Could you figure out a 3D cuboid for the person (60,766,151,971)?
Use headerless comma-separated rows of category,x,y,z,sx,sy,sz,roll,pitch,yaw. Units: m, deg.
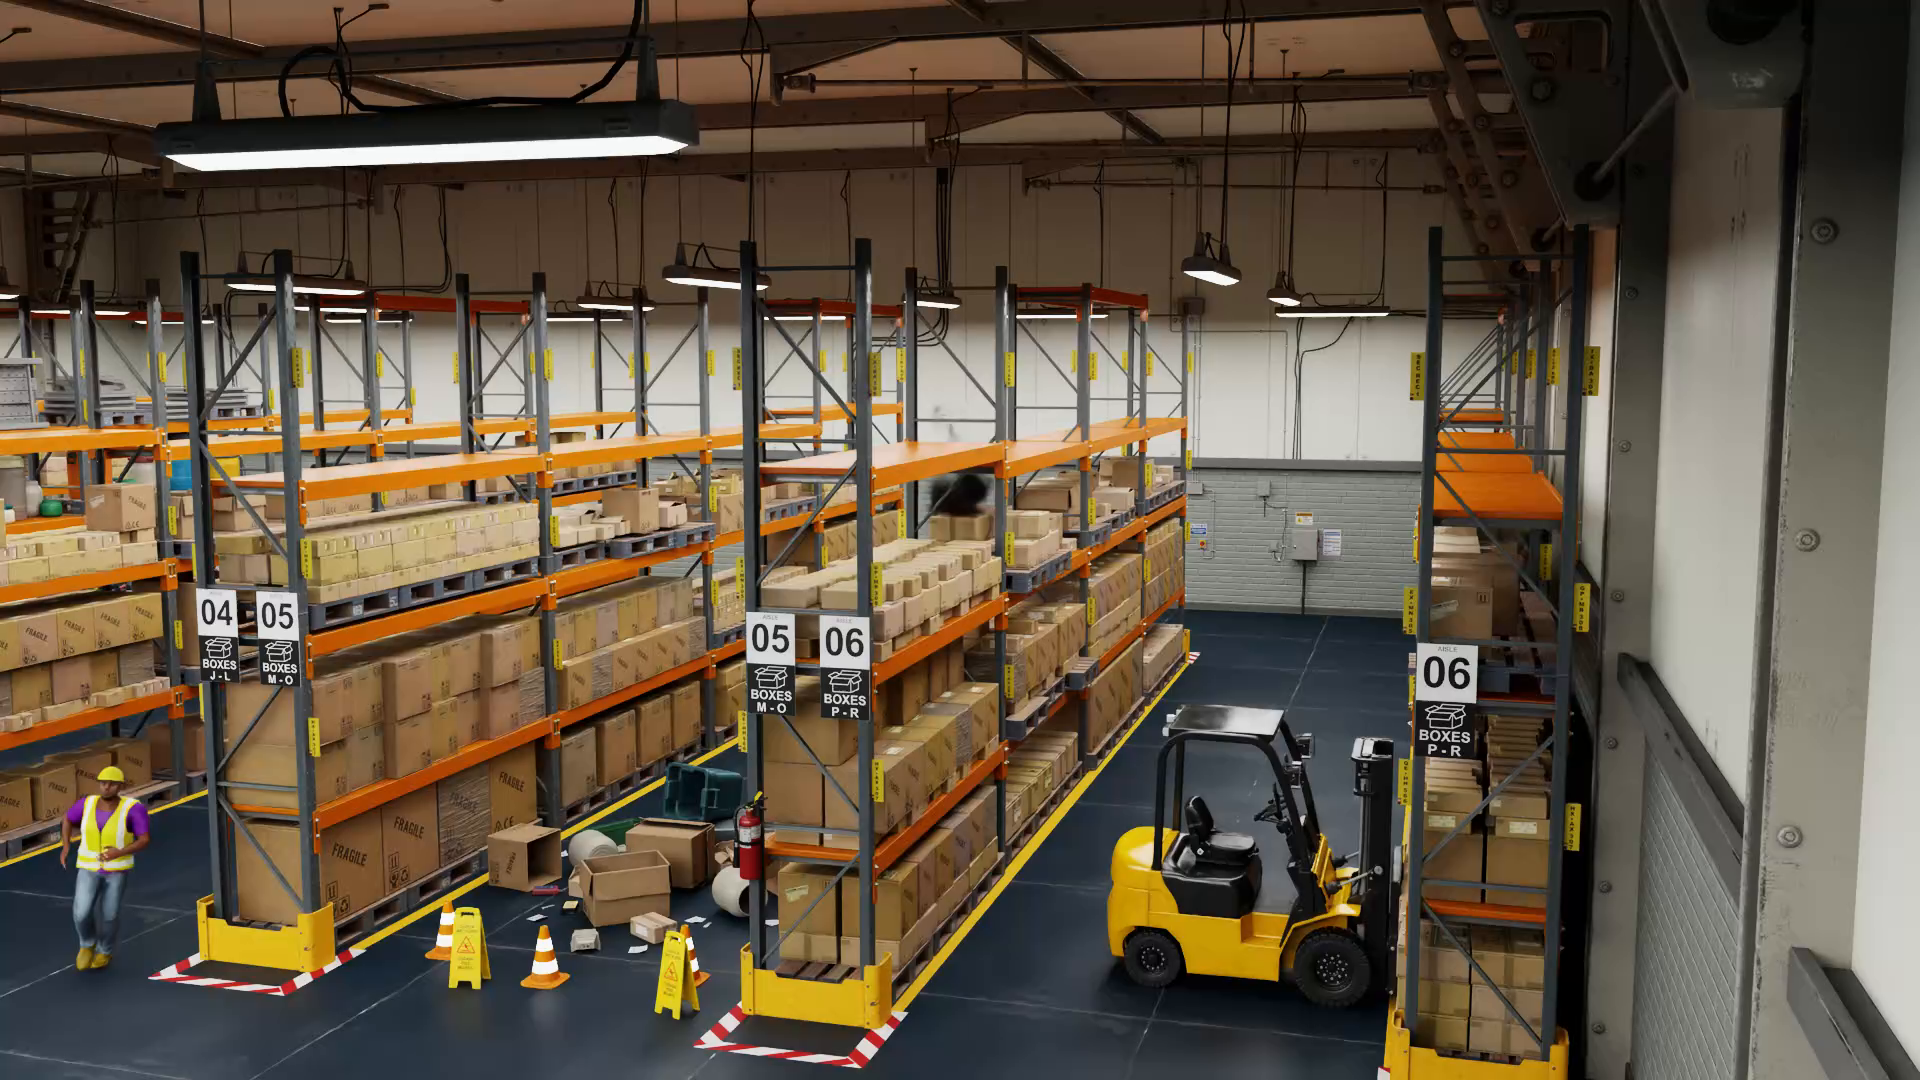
person,-7.163,2.750,13.948,0.714,1.722,0.609,-2,7,-18
